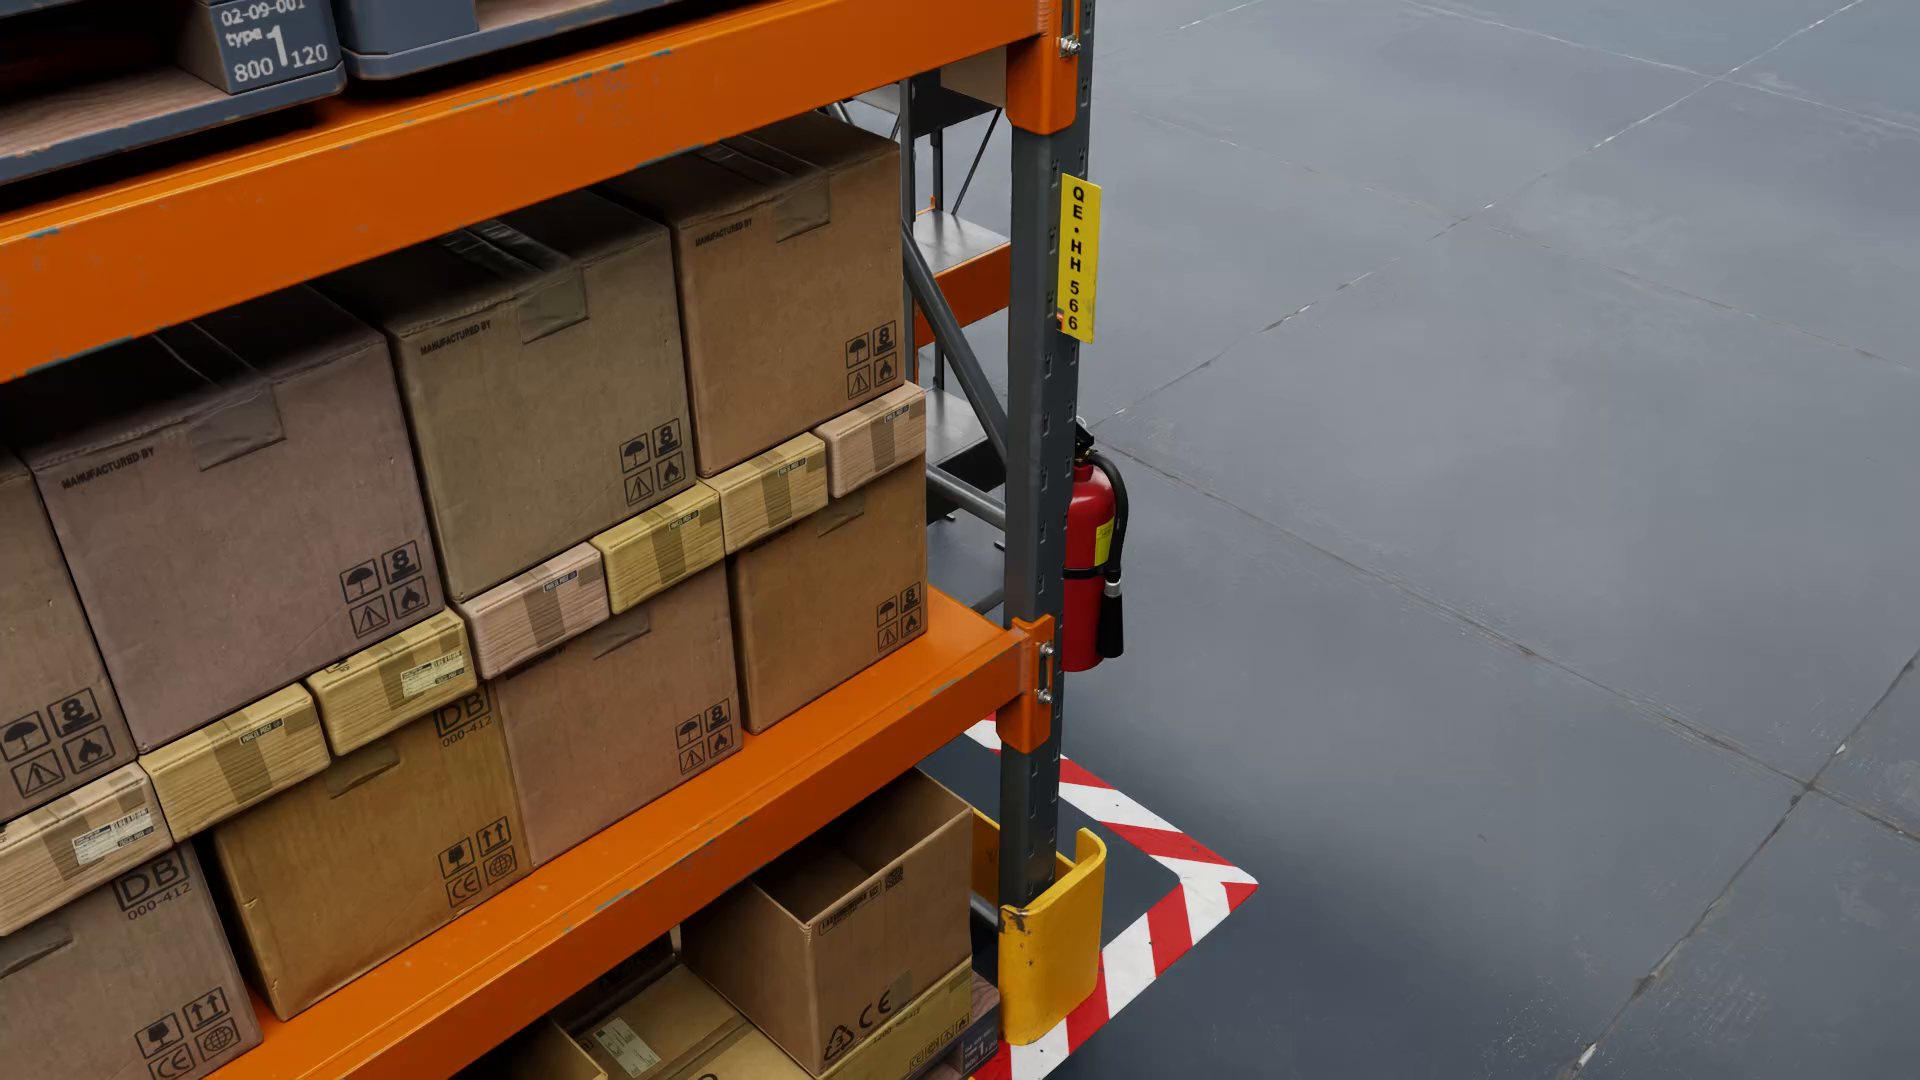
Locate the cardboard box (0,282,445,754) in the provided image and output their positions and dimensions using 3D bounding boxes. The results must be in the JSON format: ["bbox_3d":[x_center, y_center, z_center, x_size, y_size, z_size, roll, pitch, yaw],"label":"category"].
[{"bbox_3d":[-1.249,-0.133,2.597,0.500,0.500,0.700,-30,45,-35],"label":"cardboard box"}]

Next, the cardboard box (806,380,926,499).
[{"bbox_3d":[-0.286,-0.261,3.348,0.380,0.149,0.250,29,44,35],"label":"cardboard box"}]

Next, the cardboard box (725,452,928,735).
[{"bbox_3d":[-0.490,-0.043,3.602,0.700,0.500,0.500,30,45,35],"label":"cardboard box"}]

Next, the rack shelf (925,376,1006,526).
[{"bbox_3d":[-0.117,-0.209,5.961,0.431,0.518,0.480,30,45,35],"label":"rack shelf"}]

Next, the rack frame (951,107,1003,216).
[{"bbox_3d":[0.054,-0.894,5.696,0.380,1.831,0.006,30,45,35],"label":"rack frame"}]

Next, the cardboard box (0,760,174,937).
[{"bbox_3d":[-1.378,0.369,2.444,0.380,0.149,0.250,29,44,35],"label":"cardboard box"}]

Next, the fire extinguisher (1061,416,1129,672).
[{"bbox_3d":[0.260,-0.015,3.717,0.296,0.674,0.183,30,45,35],"label":"fire extinguisher"}]

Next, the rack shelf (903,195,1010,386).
[{"bbox_3d":[-0.117,-0.783,5.561,0.431,0.518,0.480,30,45,35],"label":"rack shelf"}]

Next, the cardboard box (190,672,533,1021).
[{"bbox_3d":[-1.211,0.372,3.008,0.500,0.500,0.700,-30,45,-35],"label":"cardboard box"}]

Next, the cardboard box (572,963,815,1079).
[{"bbox_3d":[-0.664,1.314,3.780,0.500,0.250,0.500,30,45,35],"label":"cardboard box"}]

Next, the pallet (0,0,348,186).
[{"bbox_3d":[-1.529,-0.606,1.952,1.003,0.211,1.213,30,45,35],"label":"pallet"}]

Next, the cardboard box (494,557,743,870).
[{"bbox_3d":[-2.347,1.459,2.183,4.930,1.340,1.023,-29,44,-35],"label":"cardboard box"}]

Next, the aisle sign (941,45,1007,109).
[{"bbox_3d":[0.102,-1.161,3.019,0.394,0.787,0.004,30,45,35],"label":"aisle sign"}]

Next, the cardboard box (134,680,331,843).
[{"bbox_3d":[-1.198,0.265,2.593,0.250,0.149,0.380,-29,44,-34],"label":"cardboard box"}]

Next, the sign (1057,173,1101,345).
[{"bbox_3d":[0.223,-0.534,3.174,0.100,0.325,0.005,30,45,35],"label":"sign"}]

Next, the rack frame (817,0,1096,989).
[{"bbox_3d":[-0.152,-0.186,3.895,1.000,3.000,0.127,30,45,35],"label":"rack frame"}]

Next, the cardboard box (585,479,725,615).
[{"bbox_3d":[-0.650,-0.051,3.046,0.380,0.149,0.250,29,44,35],"label":"cardboard box"}]

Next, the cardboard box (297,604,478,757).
[{"bbox_3d":[-1.013,0.157,2.748,0.250,0.149,0.380,-28,44,-34],"label":"cardboard box"}]

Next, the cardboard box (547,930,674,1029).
[{"bbox_3d":[-1.039,0.794,3.871,0.500,0.500,0.500,30,45,35],"label":"cardboard box"}]

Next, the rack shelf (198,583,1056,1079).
[{"bbox_3d":[-1.562,0.921,2.936,1.077,0.370,4.000,30,45,35],"label":"rack shelf"}]

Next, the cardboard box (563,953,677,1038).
[{"bbox_3d":[-1.038,1.102,4.084,0.500,0.250,0.500,30,45,35],"label":"cardboard box"}]

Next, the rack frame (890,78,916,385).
[{"bbox_3d":[-0.289,-0.695,5.411,0.400,2.100,0.015,30,45,35],"label":"rack frame"}]

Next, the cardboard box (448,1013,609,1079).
[{"bbox_3d":[-1.013,1.211,3.272,0.500,0.500,0.500,30,45,35],"label":"cardboard box"}]

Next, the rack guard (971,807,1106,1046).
[{"bbox_3d":[-0.136,0.829,4.624,1.175,0.500,0.348,30,45,35],"label":"rack guard"}]

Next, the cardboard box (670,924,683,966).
[{"bbox_3d":[-0.688,0.898,4.377,0.500,0.250,0.500,30,45,35],"label":"cardboard box"}]

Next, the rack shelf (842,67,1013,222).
[{"bbox_3d":[-0.117,-1.357,5.160,0.431,0.518,0.480,30,45,35],"label":"rack shelf"}]

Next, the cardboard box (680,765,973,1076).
[{"bbox_3d":[-0.319,0.800,3.862,0.500,0.500,0.500,30,45,35],"label":"cardboard box"}]

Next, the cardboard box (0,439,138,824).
[{"bbox_3d":[-1.602,0.071,2.305,0.700,0.500,0.500,30,45,35],"label":"cardboard box"}]

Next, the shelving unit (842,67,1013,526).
[{"bbox_3d":[-0.118,-0.793,5.552,0.431,2.100,0.499,30,45,35],"label":"shelving unit"}]

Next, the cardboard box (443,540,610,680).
[{"bbox_3d":[-0.829,0.051,2.901,0.250,0.149,0.380,-29,44,-35],"label":"cardboard box"}]

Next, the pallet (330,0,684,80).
[{"bbox_3d":[-0.669,-1.104,2.665,1.003,0.211,1.213,30,45,35],"label":"pallet"}]
